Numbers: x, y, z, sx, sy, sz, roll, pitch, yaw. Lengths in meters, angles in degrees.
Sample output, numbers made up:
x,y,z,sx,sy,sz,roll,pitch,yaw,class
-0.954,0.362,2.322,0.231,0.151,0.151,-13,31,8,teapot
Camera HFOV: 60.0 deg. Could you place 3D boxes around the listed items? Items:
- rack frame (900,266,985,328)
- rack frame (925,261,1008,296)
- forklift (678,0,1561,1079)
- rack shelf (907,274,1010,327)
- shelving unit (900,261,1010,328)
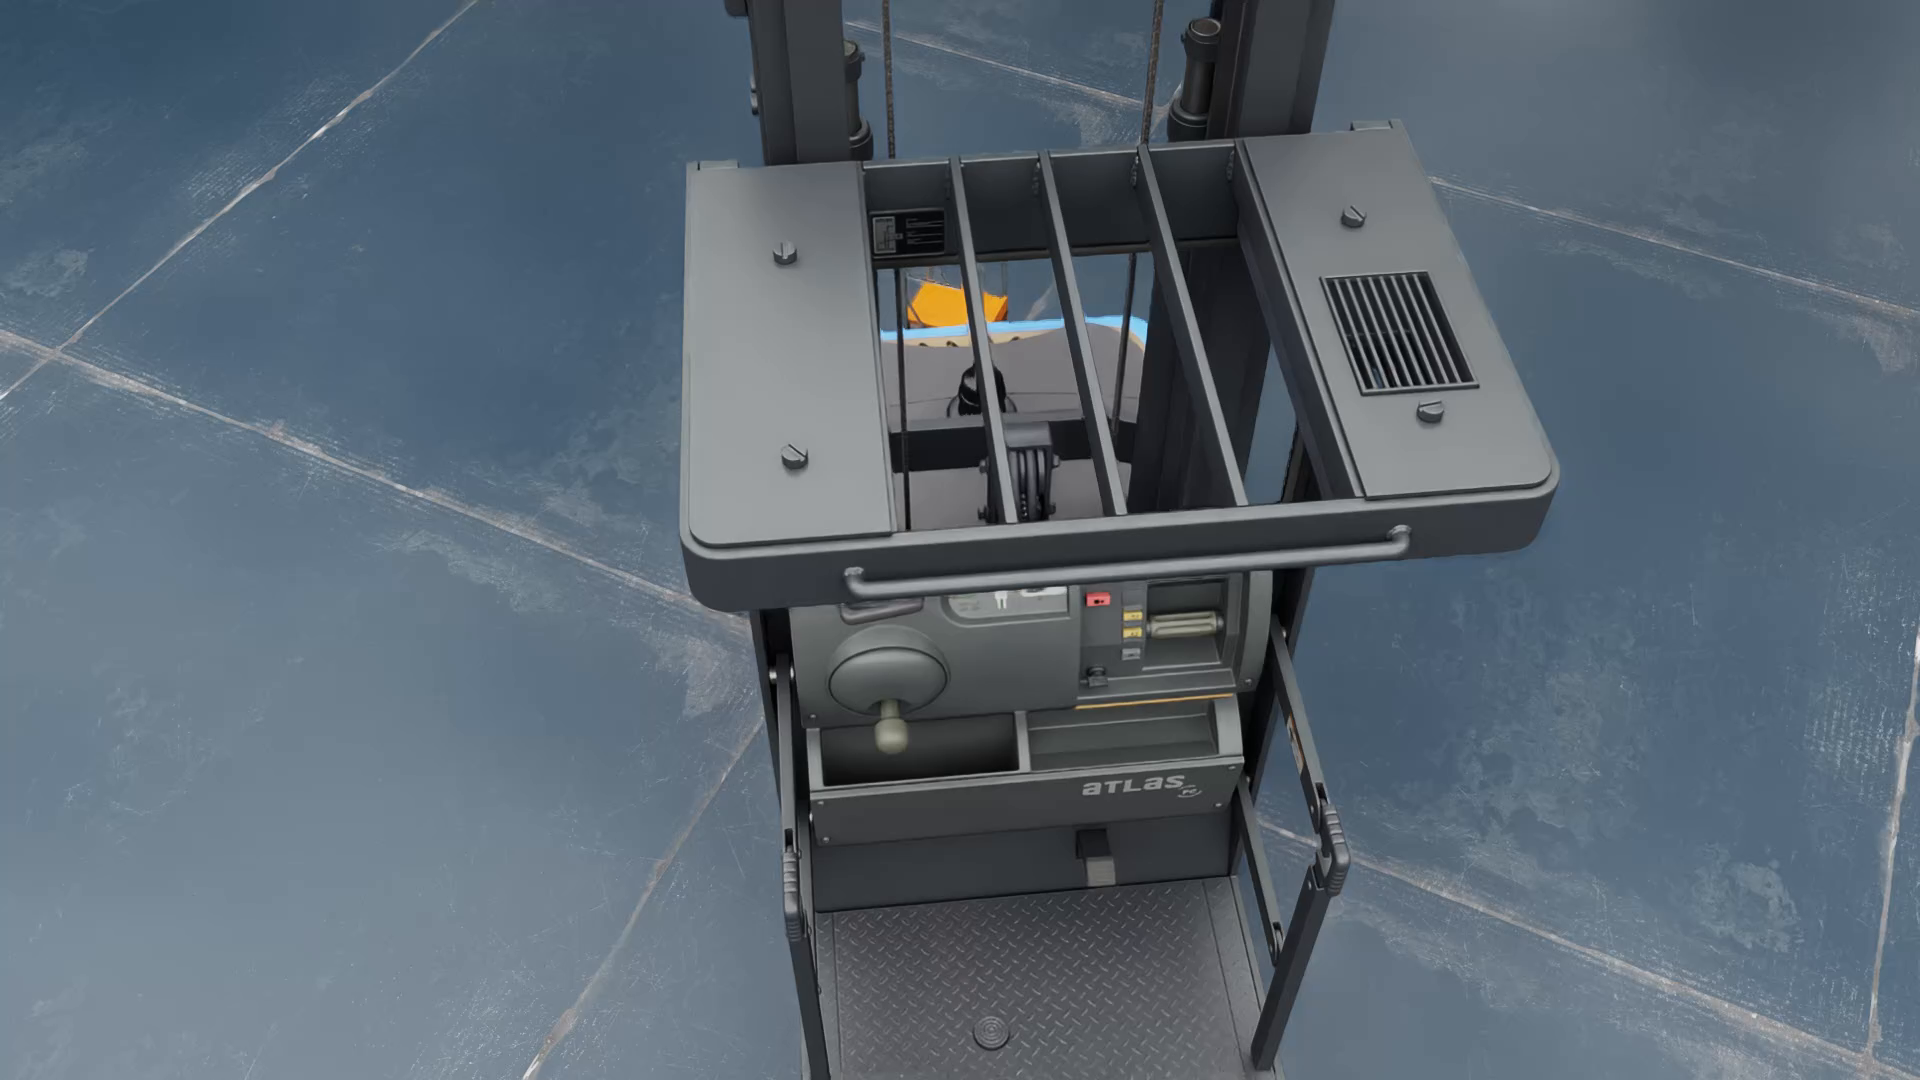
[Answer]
x,y,z,sx,sy,sz,roll,pitch,yaw,class
-0.048,-0.338,4.748,0.240,1.200,0.006,16,51,14,rack frame
0.018,-0.468,4.859,0.240,1.200,0.006,16,51,14,rack frame
0.163,0.298,3.072,1.130,2.935,3.031,-4,50,-4,forklift
-0.016,-0.608,4.564,0.258,0.103,0.180,16,51,14,rack shelf
-0.015,-0.403,4.804,0.258,1.200,0.189,16,51,14,shelving unit
